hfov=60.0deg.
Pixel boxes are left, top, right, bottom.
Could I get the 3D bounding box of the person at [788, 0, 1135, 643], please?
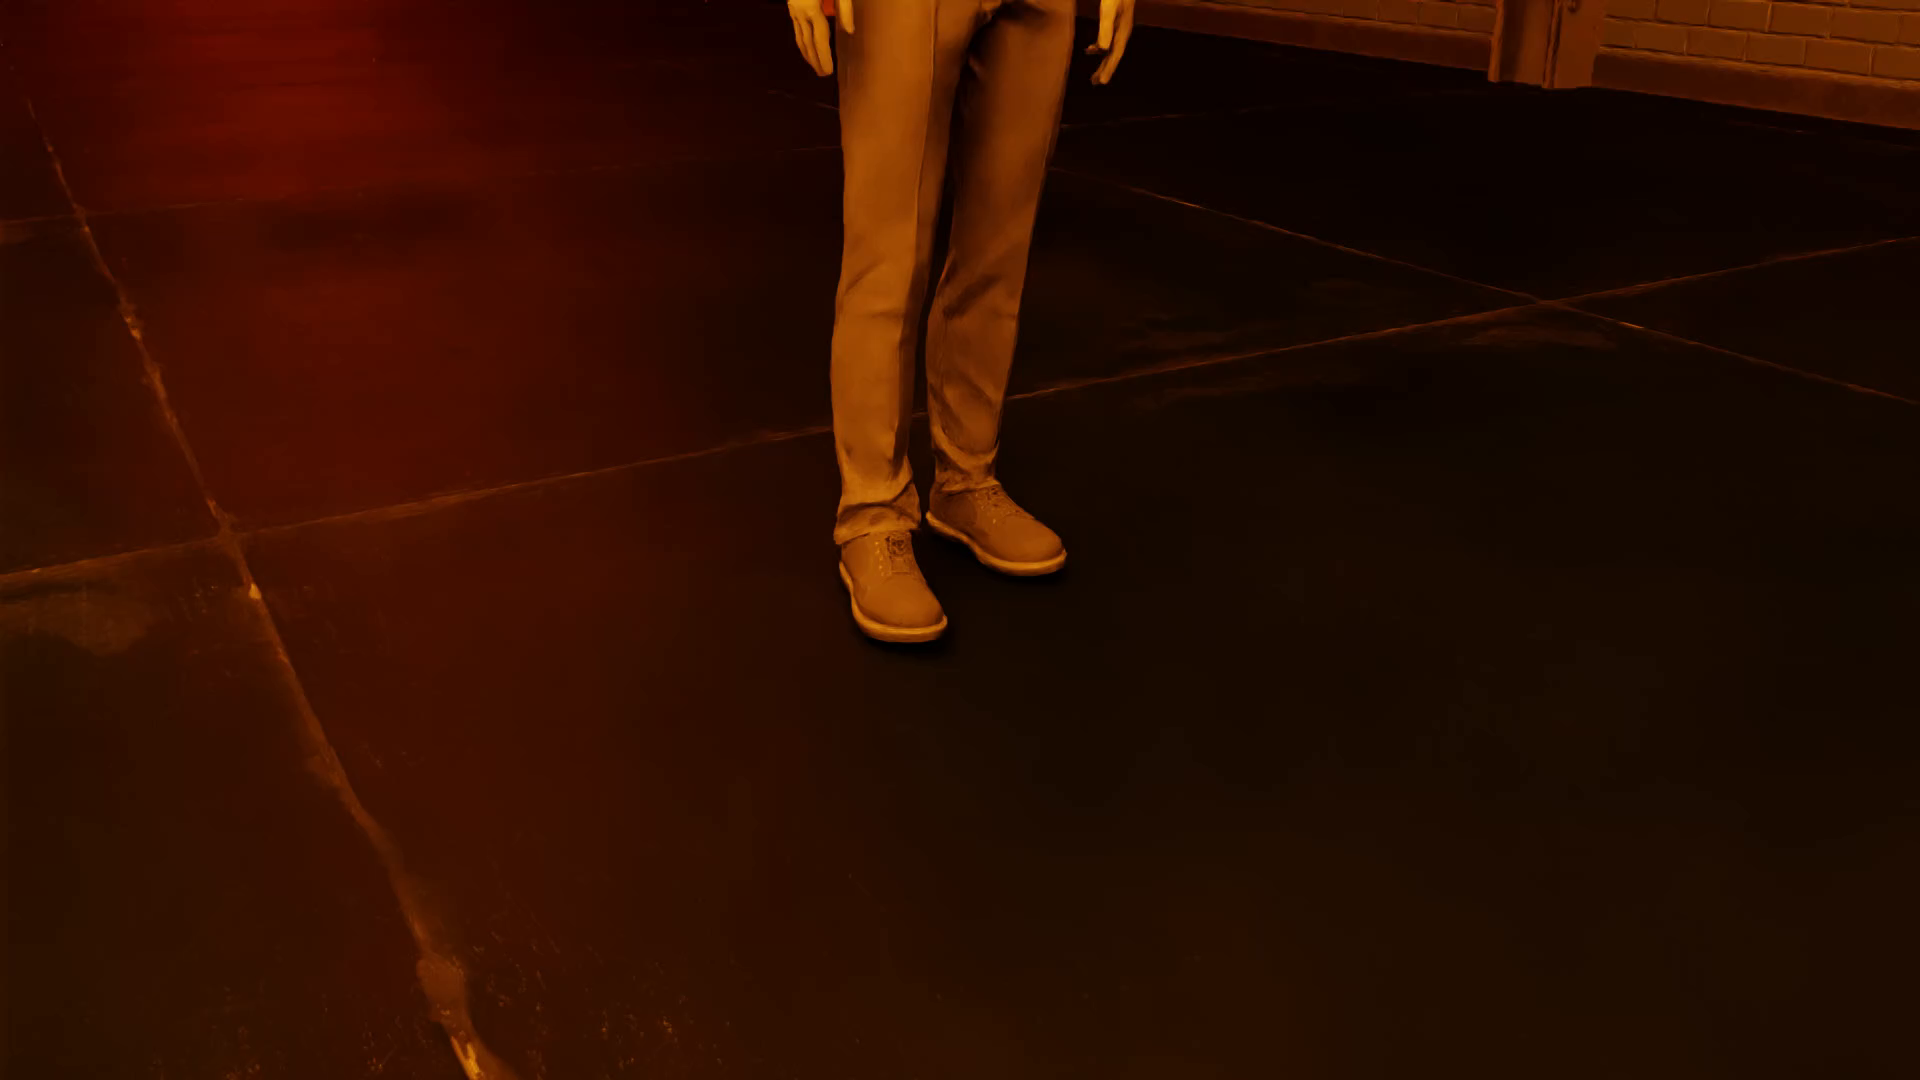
[{"bbox_3d":[0.028,-0.768,2.253,0.586,1.695,0.532,-12,25,-28],"label":"person"}]
